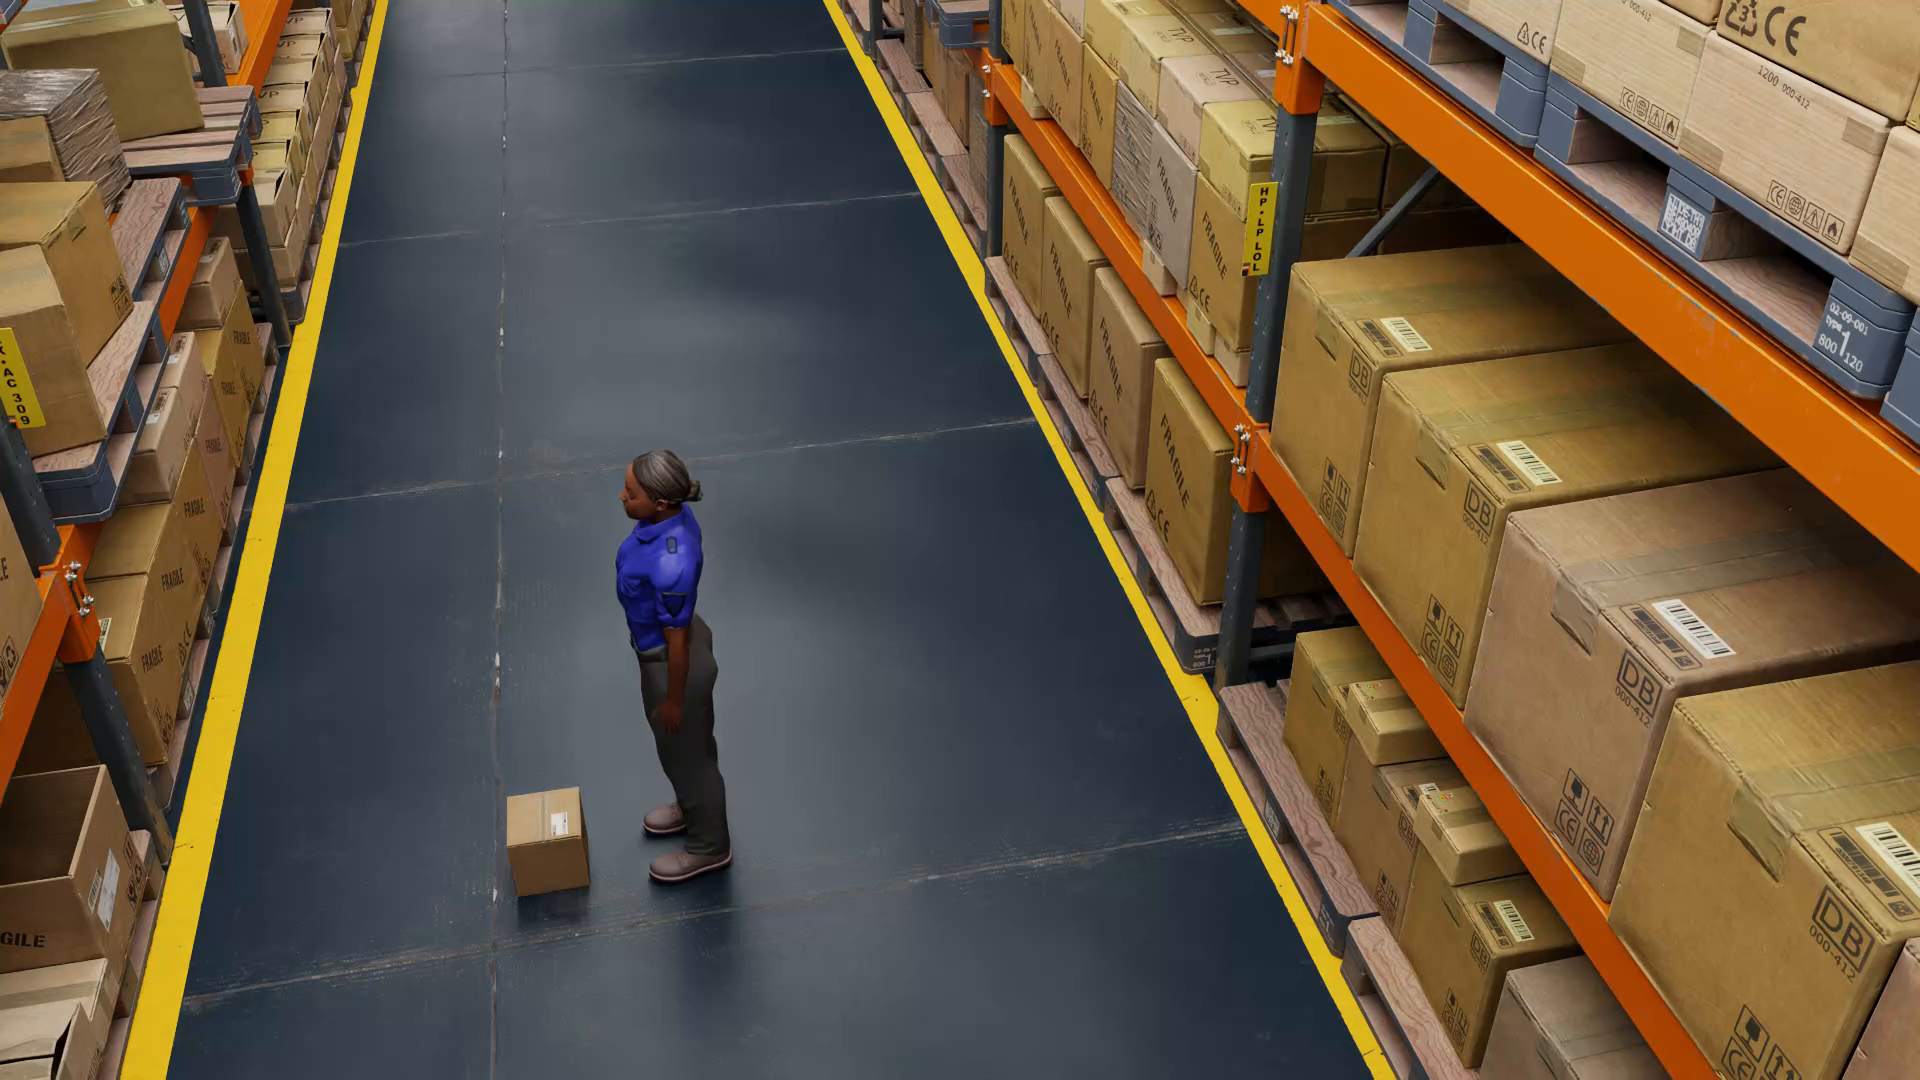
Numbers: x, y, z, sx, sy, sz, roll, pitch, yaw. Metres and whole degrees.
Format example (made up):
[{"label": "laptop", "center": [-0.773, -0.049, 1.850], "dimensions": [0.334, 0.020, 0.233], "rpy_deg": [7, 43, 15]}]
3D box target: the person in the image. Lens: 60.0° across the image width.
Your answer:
[{"label": "person", "center": [-0.951, 0.440, 5.527], "dimensions": [0.306, 1.646, 0.441], "rpy_deg": [-7, 35, -9]}]
